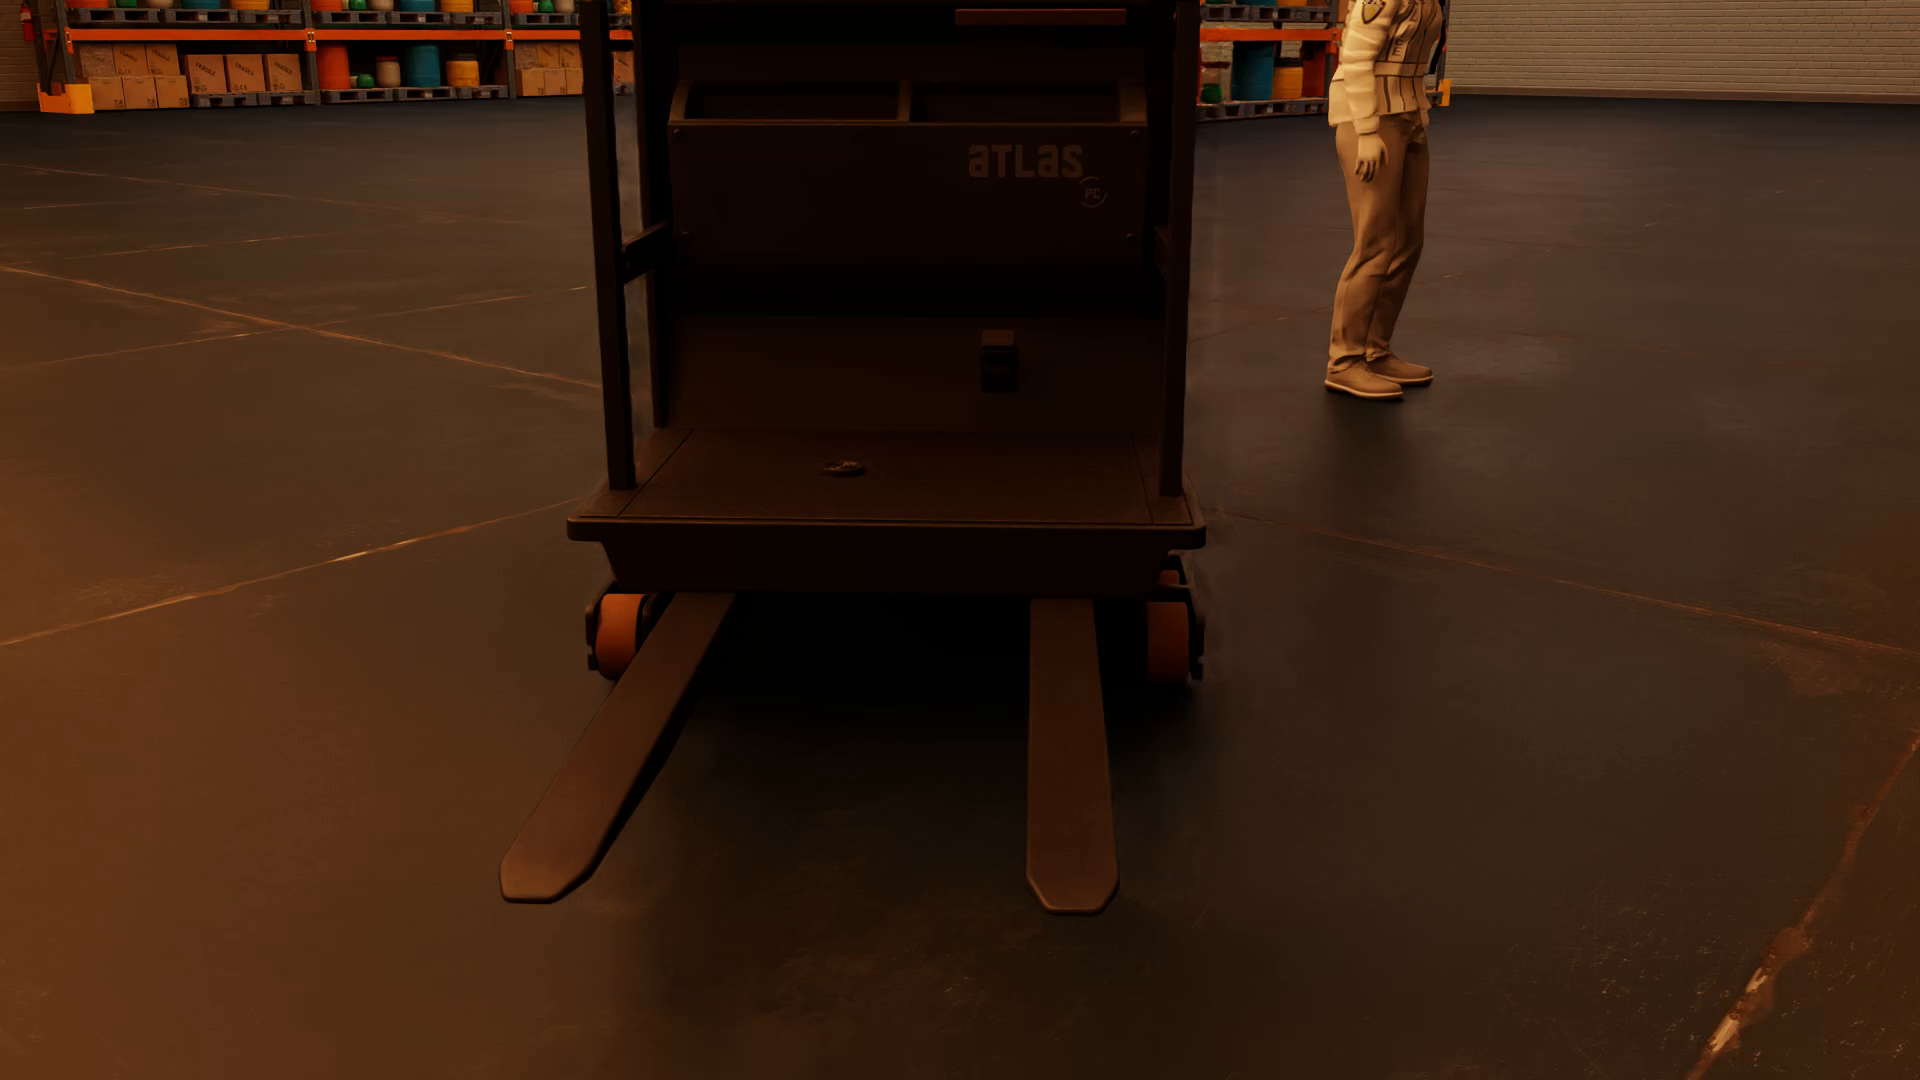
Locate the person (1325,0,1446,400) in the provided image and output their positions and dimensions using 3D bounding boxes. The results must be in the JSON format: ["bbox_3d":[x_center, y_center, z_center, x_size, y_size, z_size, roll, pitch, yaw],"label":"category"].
[{"bbox_3d":[1.412,-1.326,5.453,0.374,1.661,0.536,11,20,33],"label":"person"}]

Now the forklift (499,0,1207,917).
[{"bbox_3d":[-0.108,-1.224,2.929,1.130,2.935,3.031,1,17,3],"label":"forklift"}]
